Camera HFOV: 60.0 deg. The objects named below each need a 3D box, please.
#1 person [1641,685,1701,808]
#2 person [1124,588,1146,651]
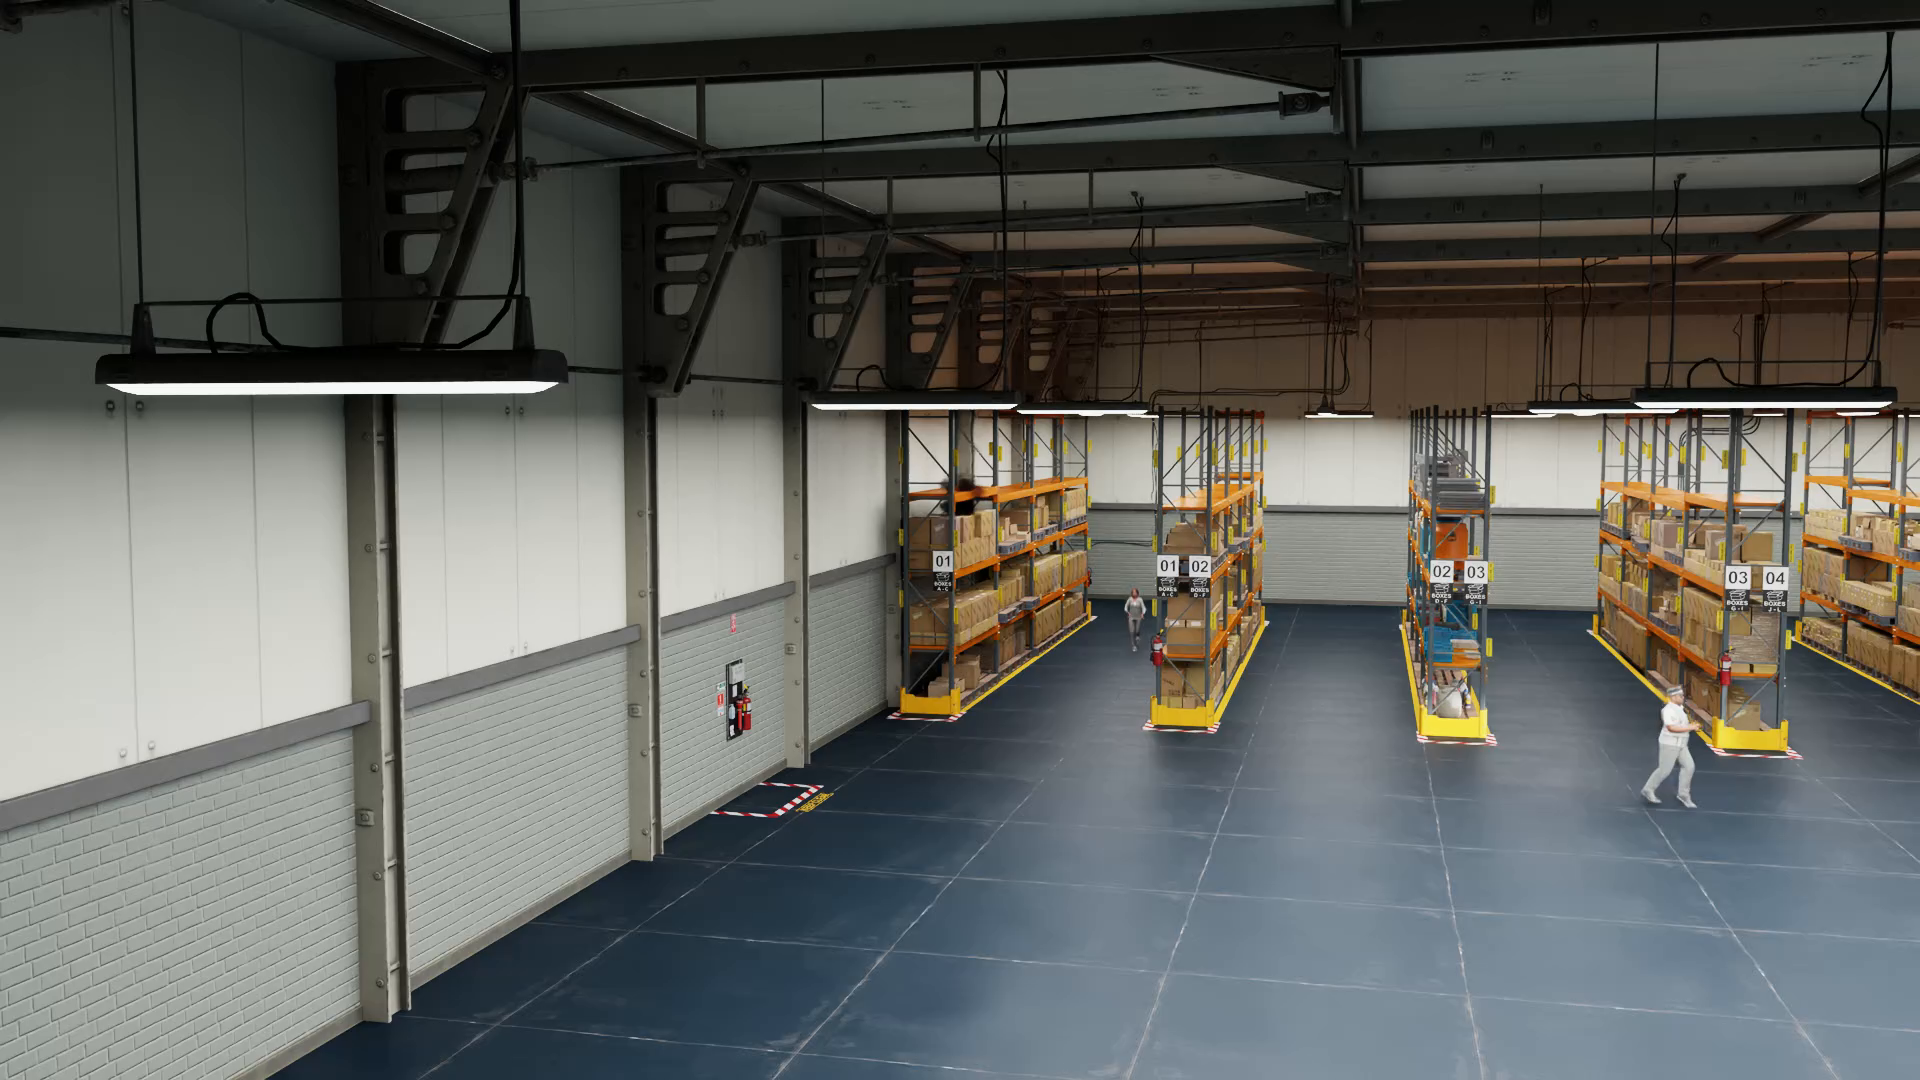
[{"bbox_3d":[10.563,3.069,24.677,0.811,1.857,0.678,4,5,40],"label":"person"},{"bbox_3d":[4.363,1.990,41.515,0.541,1.541,0.549,1,4,8],"label":"person"}]
